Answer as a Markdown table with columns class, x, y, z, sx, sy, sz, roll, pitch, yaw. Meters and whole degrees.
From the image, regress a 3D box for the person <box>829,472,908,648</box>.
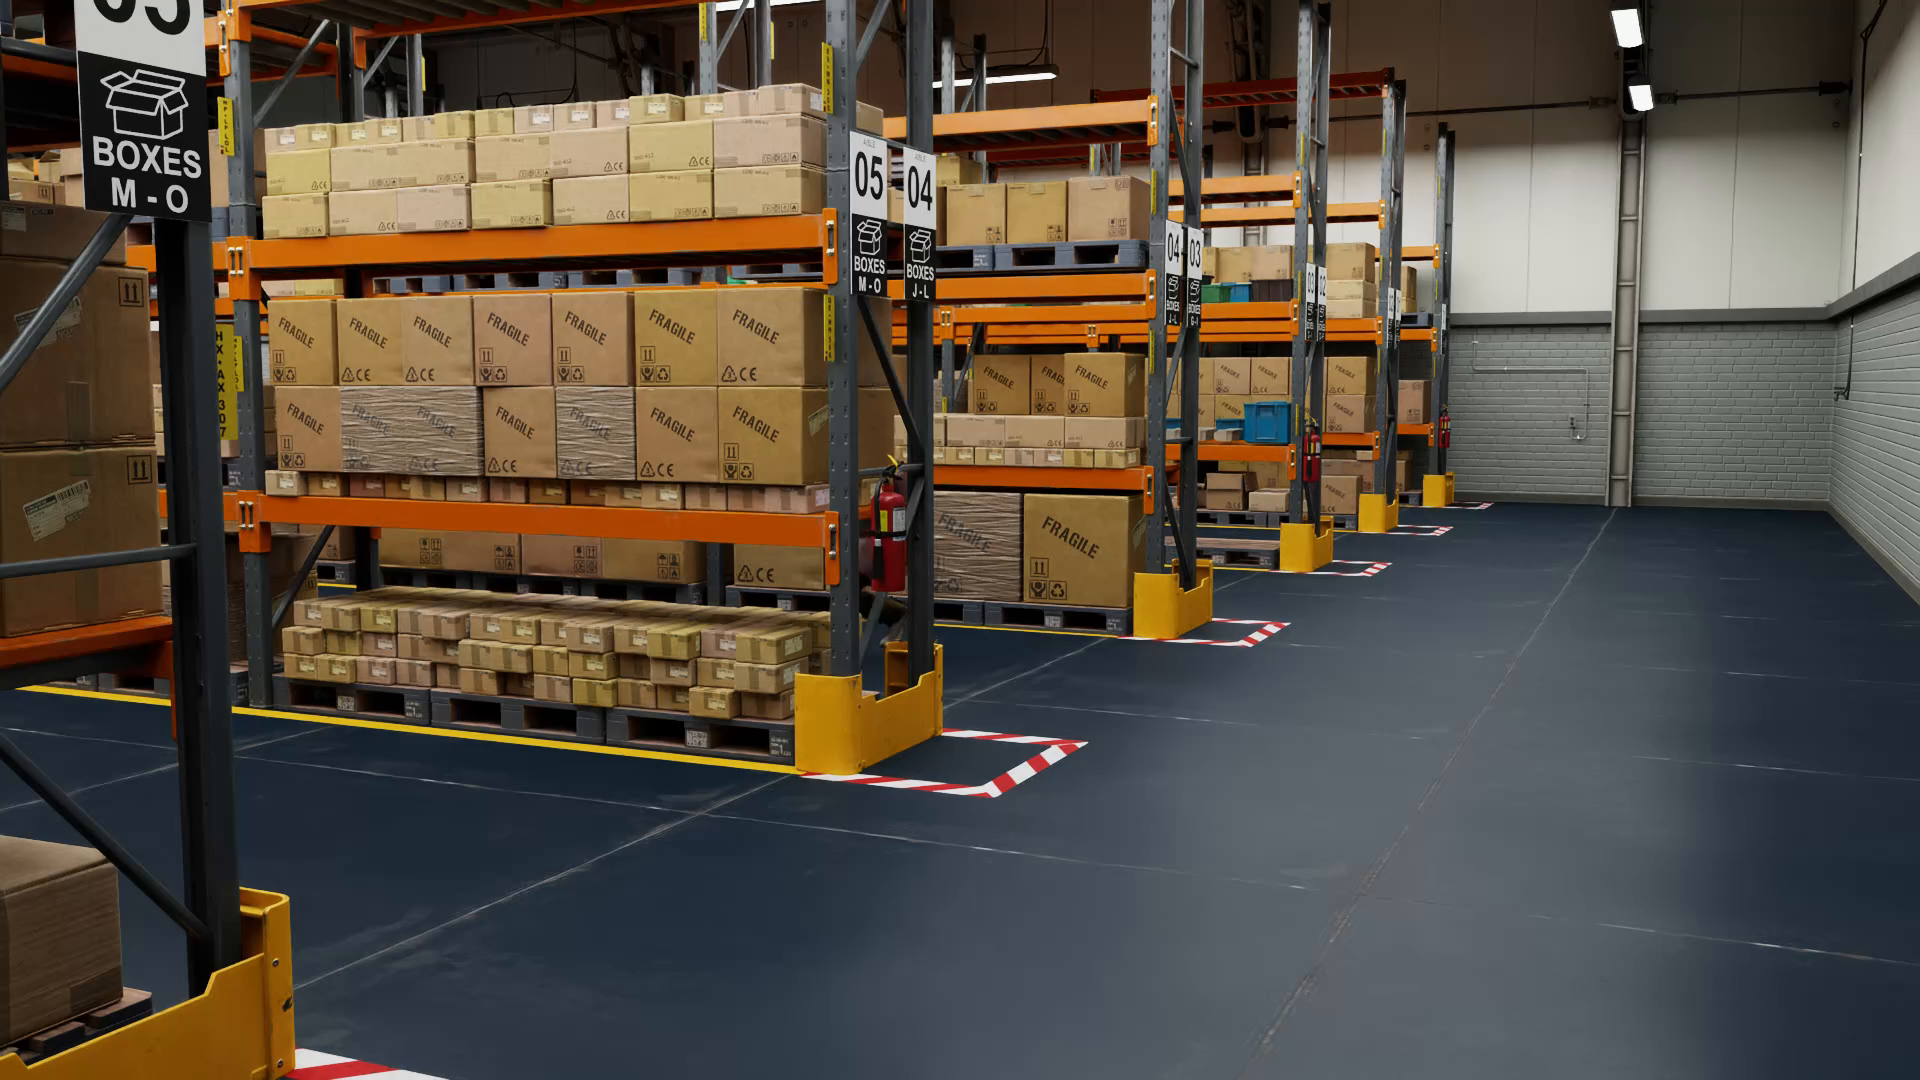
| class | x | y | z | sx | sy | sz | roll | pitch | yaw |
| --- | --- | --- | --- | --- | --- | --- | --- | --- | --- |
| person | -0.680 | 0.028 | 11.561 | 1.049 | 1.692 | 0.588 | -5 | 7 | -41 |
